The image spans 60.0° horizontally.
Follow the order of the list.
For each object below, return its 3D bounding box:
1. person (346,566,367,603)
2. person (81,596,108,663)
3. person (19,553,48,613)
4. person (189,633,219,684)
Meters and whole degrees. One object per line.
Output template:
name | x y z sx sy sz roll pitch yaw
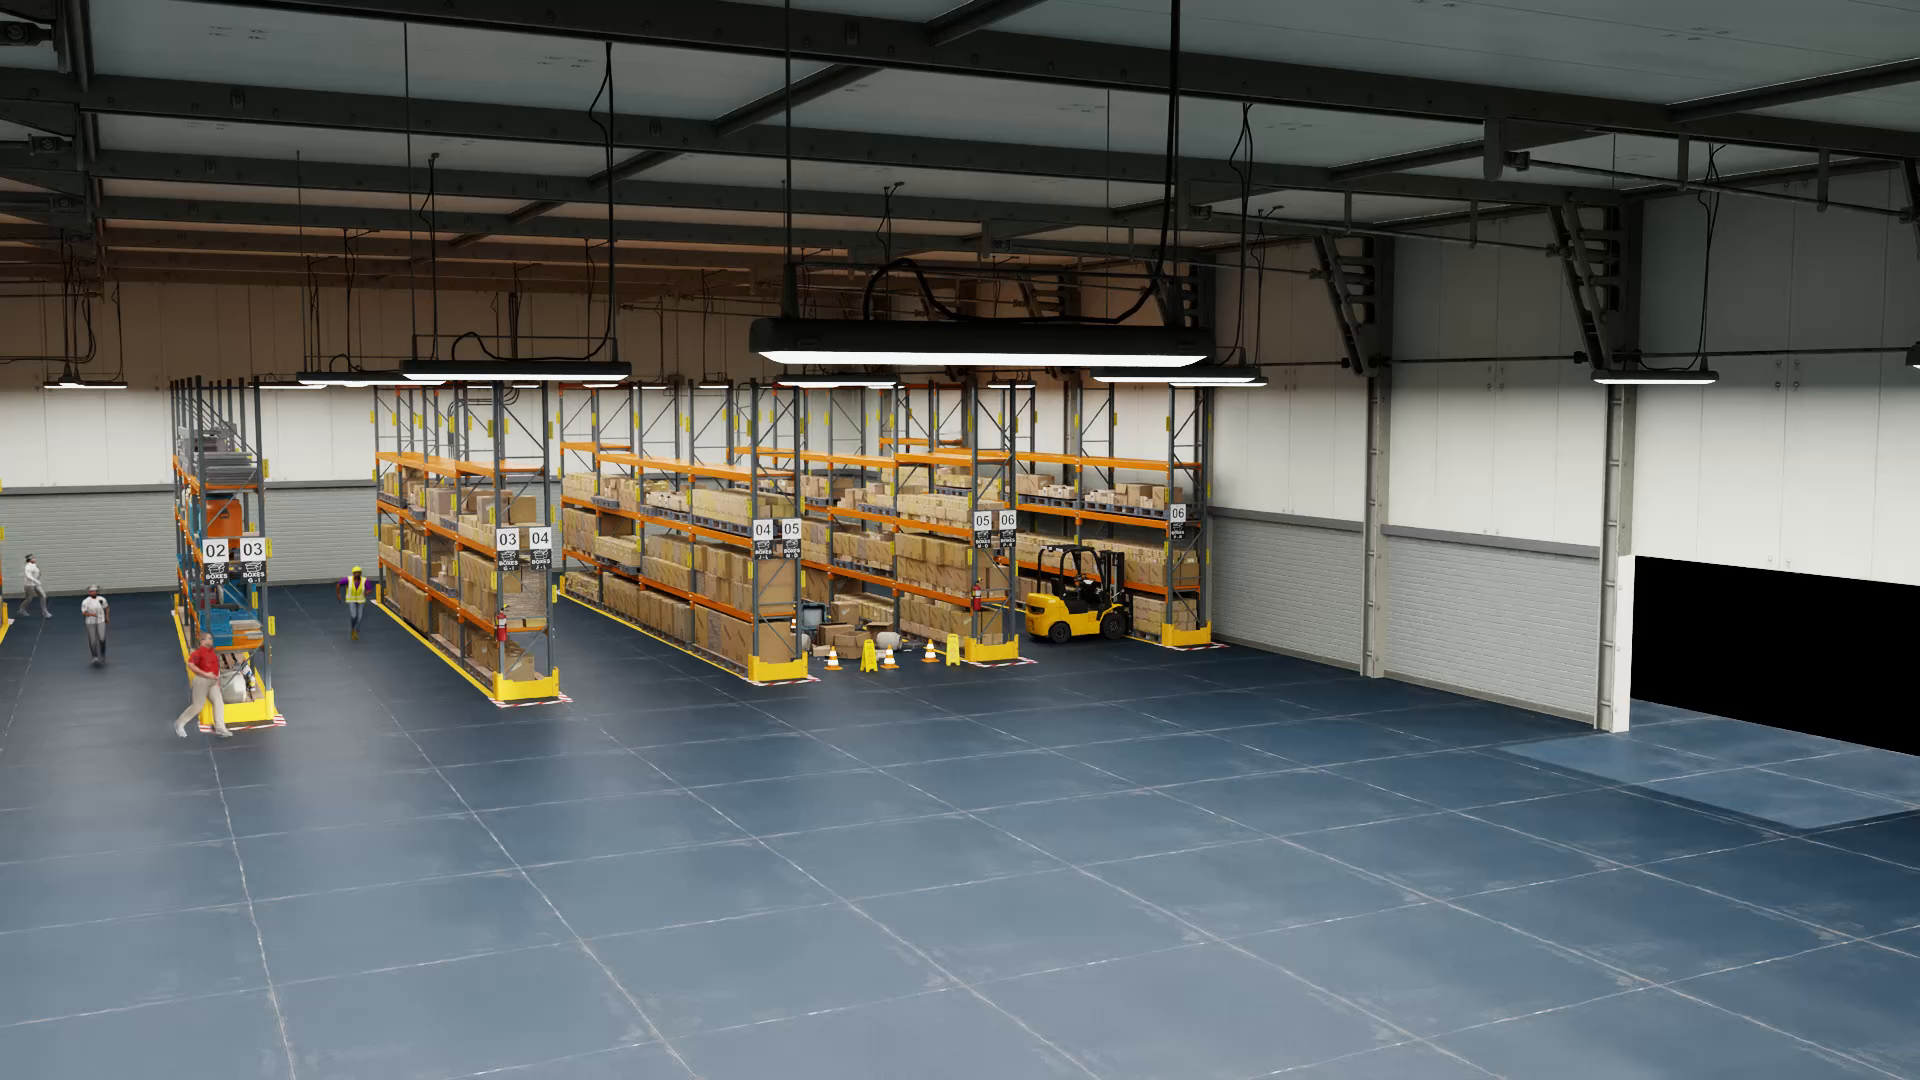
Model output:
person | -13.883 1.028 38.255 0.475 0.868 0.435 -3 6 -28
person | -18.215 1.886 35.058 0.513 1.434 0.592 -3 6 -31
person | -23.542 1.092 42.105 0.731 1.551 0.379 0 5 1
person | -12.528 2.000 27.675 0.500 0.899 0.728 0 5 5
